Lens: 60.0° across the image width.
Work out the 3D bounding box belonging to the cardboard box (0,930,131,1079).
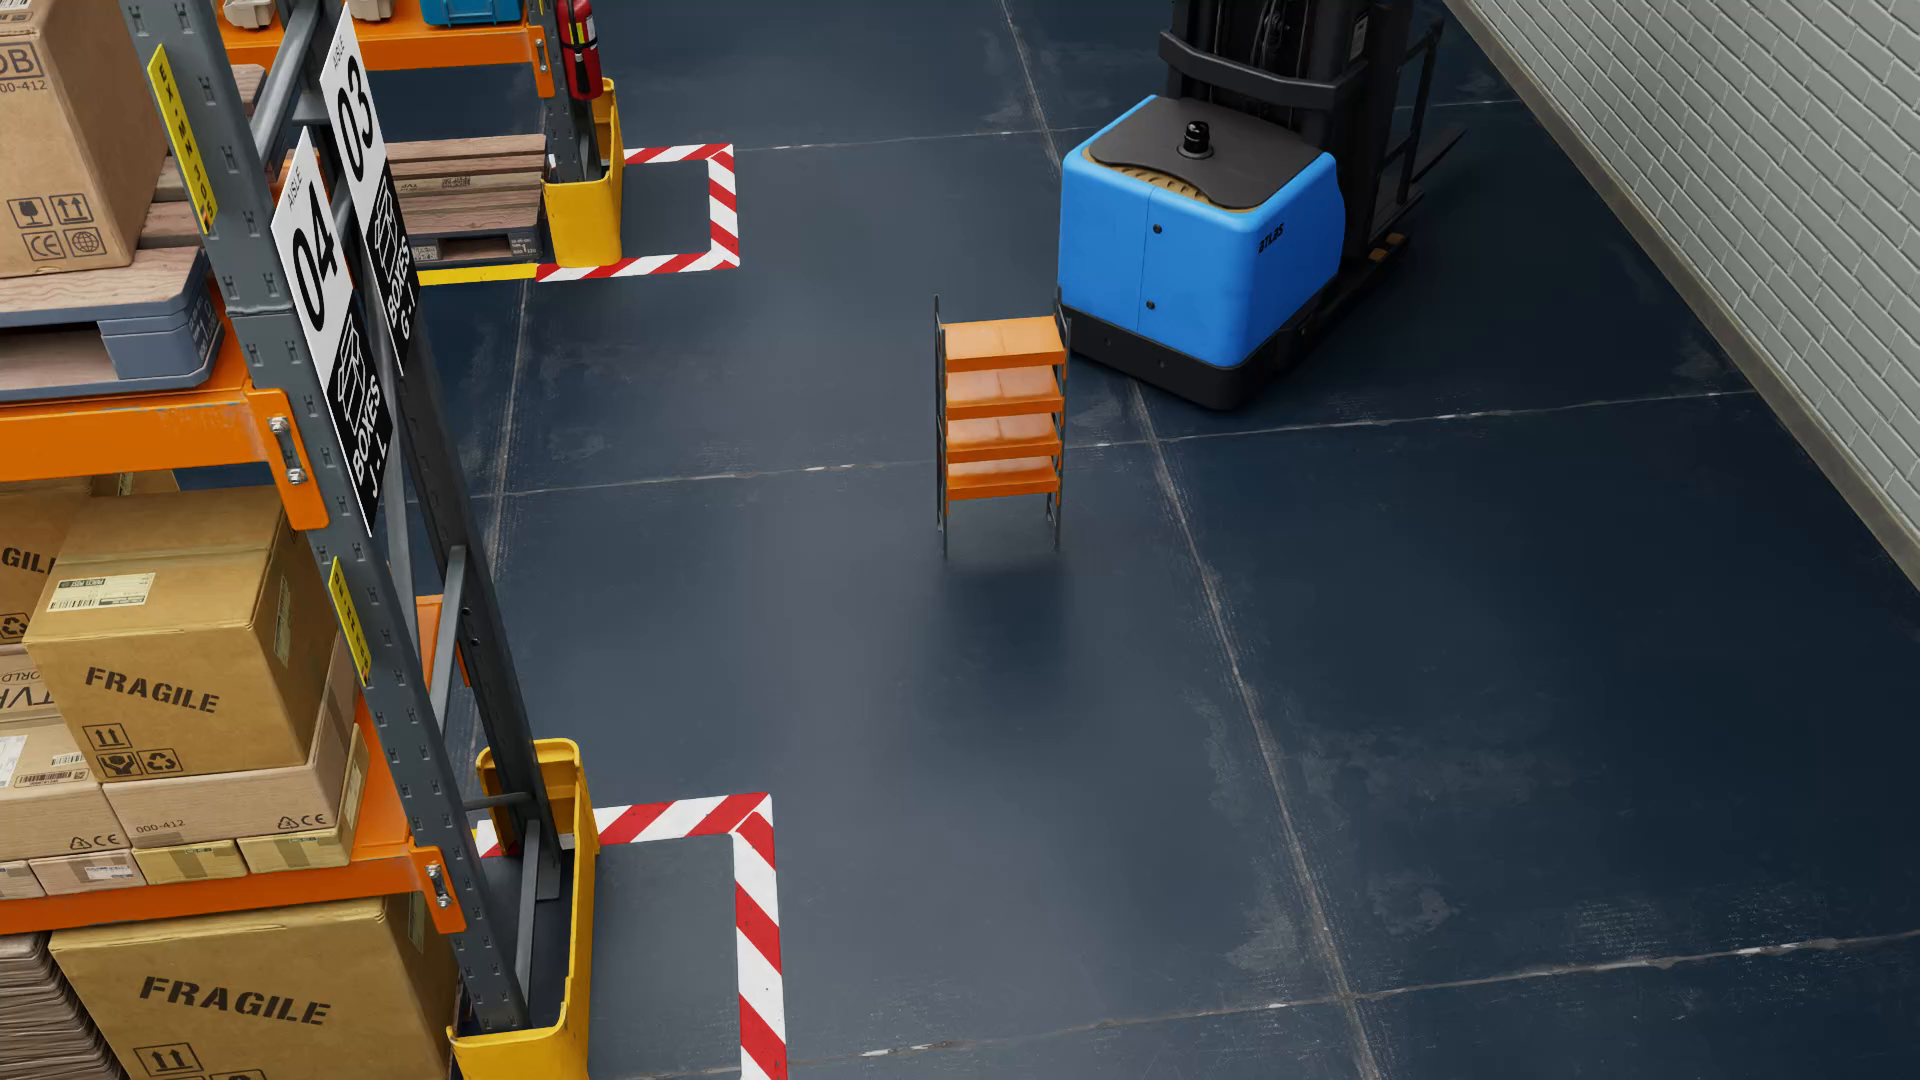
[{"bbox_3d":[-2.961,1.163,4.994,0.875,0.875,0.875,-5,42,-6],"label":"cardboard box"}]

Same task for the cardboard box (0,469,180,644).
[{"bbox_3d":[-2.441,-0.085,4.435,0.500,0.500,0.500,-6,42,-7],"label":"cardboard box"}]

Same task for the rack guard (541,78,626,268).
[{"bbox_3d":[-2.055,-2.030,9.127,0.348,0.500,1.175,-5,42,-6],"label":"rack guard"}]

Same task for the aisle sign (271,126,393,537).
[{"bbox_3d":[-1.324,-0.430,3.546,0.004,0.787,0.394,-5,42,-6],"label":"aisle sign"}]

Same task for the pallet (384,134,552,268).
[{"bbox_3d":[-2.900,-1.866,9.161,1.213,0.211,1.003,-5,42,-6],"label":"pallet"}]

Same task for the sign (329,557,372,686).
[{"bbox_3d":[-1.378,0.186,3.763,0.005,0.325,0.100,-5,42,-6],"label":"sign"}]

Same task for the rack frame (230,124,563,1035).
[{"bbox_3d":[-1.435,0.342,4.631,0.127,3.000,1.000,-5,42,-6],"label":"rack frame"}]

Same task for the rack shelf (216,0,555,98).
[{"bbox_3d":[-4.060,-2.506,8.326,4.000,0.370,1.077,-5,42,-6],"label":"rack shelf"}]

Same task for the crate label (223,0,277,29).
[{"bbox_3d":[-3.424,-2.624,8.072,0.243,0.136,0.396,-5,42,-6],"label":"crate label"}]

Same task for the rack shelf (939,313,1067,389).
[{"bbox_3d":[0.164,-0.752,6.601,0.480,0.148,0.258,-5,42,-6],"label":"rack shelf"}]

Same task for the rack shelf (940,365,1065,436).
[{"bbox_3d":[0.164,-0.576,6.759,0.480,0.148,0.258,-5,42,-6],"label":"rack shelf"}]

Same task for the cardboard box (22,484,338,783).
[{"bbox_3d":[-1.884,0.226,4.090,0.500,0.500,0.500,-5,42,-5],"label":"cardboard box"}]

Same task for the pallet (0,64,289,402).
[{"bbox_3d":[-2.169,-0.667,3.577,1.213,0.211,1.003,-5,42,-6],"label":"pallet"}]

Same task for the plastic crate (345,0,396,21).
[{"bbox_3d":[-2.862,-2.680,8.134,0.243,0.136,0.396,-5,42,-6],"label":"plastic crate"}]

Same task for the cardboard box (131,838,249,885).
[{"bbox_3d":[-2.003,0.709,4.412,0.250,0.149,0.380,-5,42,-5],"label":"cardboard box"}]

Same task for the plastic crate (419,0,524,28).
[{"bbox_3d":[-2.385,-2.829,8.076,0.499,0.435,0.616,-5,42,-6],"label":"plastic crate"}]

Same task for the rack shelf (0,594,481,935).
[{"bbox_3d":[-3.418,0.783,4.679,4.000,0.370,1.077,-5,42,-6],"label":"rack shelf"}]

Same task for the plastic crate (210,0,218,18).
[{"bbox_3d":[-3.715,-2.586,8.030,0.250,0.136,0.298,-5,42,-6],"label":"plastic crate"}]

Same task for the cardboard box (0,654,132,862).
[{"bbox_3d":[-2.384,0.549,4.291,0.500,0.250,0.500,-6,42,-6],"label":"cardboard box"}]

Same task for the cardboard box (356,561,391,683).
[{"bbox_3d":[-1.829,0.247,4.924,0.250,0.149,0.380,-5,42,-5],"label":"cardboard box"}]

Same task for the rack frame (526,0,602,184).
[{"bbox_3d":[-2.077,-2.947,8.278,0.127,3.000,1.000,-5,42,-6],"label":"rack frame"}]

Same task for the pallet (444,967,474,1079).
[{"bbox_3d":[-2.217,1.499,5.430,1.213,0.211,1.003,-5,42,-6],"label":"pallet"}]

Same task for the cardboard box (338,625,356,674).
[{"bbox_3d":[-1.946,0.150,4.734,0.500,0.250,0.500,-6,42,-7],"label":"cardboard box"}]

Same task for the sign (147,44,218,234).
[{"bbox_3d":[-1.378,-0.709,2.955,0.005,0.325,0.100,-5,42,-6],"label":"sign"}]

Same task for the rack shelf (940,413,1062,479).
[{"bbox_3d":[0.164,-0.410,6.909,0.480,0.148,0.258,-5,42,-6],"label":"rack shelf"}]

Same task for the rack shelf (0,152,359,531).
[{"bbox_3d":[-3.418,-0.331,3.675,4.000,0.370,1.077,-5,42,-6],"label":"rack shelf"}]

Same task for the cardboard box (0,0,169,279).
[{"bbox_3d":[-1.943,-0.921,3.329,0.500,0.500,0.700,-7,43,-8],"label":"cardboard box"}]

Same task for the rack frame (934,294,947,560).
[{"bbox_3d":[-0.078,-0.439,6.841,0.015,1.200,0.240,-5,42,-6],"label":"rack frame"}]

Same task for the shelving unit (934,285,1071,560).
[{"bbox_3d":[0.164,-0.460,6.864,0.503,1.200,0.258,-5,42,-6],"label":"shelving unit"}]

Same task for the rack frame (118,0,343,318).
[{"bbox_3d":[-1.435,-1.885,2.622,0.127,3.000,1.000,-5,42,-6],"label":"rack frame"}]

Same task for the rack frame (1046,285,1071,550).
[{"bbox_3d":[0.406,-0.481,6.888,0.015,1.200,0.240,-5,42,-6],"label":"rack frame"}]

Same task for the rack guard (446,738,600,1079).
[{"bbox_3d":[-1.411,1.268,5.470,0.348,0.500,1.175,-5,42,-6],"label":"rack guard"}]

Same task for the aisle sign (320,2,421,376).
[{"bbox_3d":[-1.402,-0.829,3.988,0.004,0.787,0.394,-5,42,-6],"label":"aisle sign"}]

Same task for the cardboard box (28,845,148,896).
[{"bbox_3d":[-2.253,0.730,4.389,0.250,0.149,0.380,-5,42,-5],"label":"cardboard box"}]

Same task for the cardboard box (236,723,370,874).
[{"bbox_3d":[-1.745,0.685,4.438,0.250,0.149,0.380,-4,42,-5],"label":"cardboard box"}]

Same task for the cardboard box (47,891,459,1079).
[{"bbox_3d":[-2.059,1.084,5.081,0.875,0.875,0.875,-5,42,-6],"label":"cardboard box"}]

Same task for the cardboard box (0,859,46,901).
[{"bbox_3d":[-2.500,0.751,4.365,0.250,0.149,0.380,-4,42,-5],"label":"cardboard box"}]

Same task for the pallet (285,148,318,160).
[{"bbox_3d":[-4.107,-1.762,9.046,1.213,0.211,1.003,-5,42,-6],"label":"pallet"}]

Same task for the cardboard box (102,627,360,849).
[{"bbox_3d":[-1.881,0.506,4.340,0.500,0.250,0.500,-6,42,-6],"label":"cardboard box"}]

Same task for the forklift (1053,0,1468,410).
[{"bbox_3d":[1.744,-2.638,7.986,1.130,2.935,3.031,27,48,27],"label":"forklift"}]

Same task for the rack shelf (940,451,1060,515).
[{"bbox_3d":[0.164,-0.263,7.042,0.480,0.148,0.258,-5,42,-6],"label":"rack shelf"}]

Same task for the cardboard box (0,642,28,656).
[{"bbox_3d":[-2.460,0.199,4.679,0.500,0.250,0.500,-5,42,-6],"label":"cardboard box"}]

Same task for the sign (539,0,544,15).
[{"bbox_3d":[-1.989,-2.644,7.820,0.005,0.325,0.100,-5,42,-6],"label":"sign"}]

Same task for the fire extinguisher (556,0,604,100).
[{"bbox_3d":[-1.868,-2.491,8.109,0.183,0.674,0.296,-5,42,-6],"label":"fire extinguisher"}]
